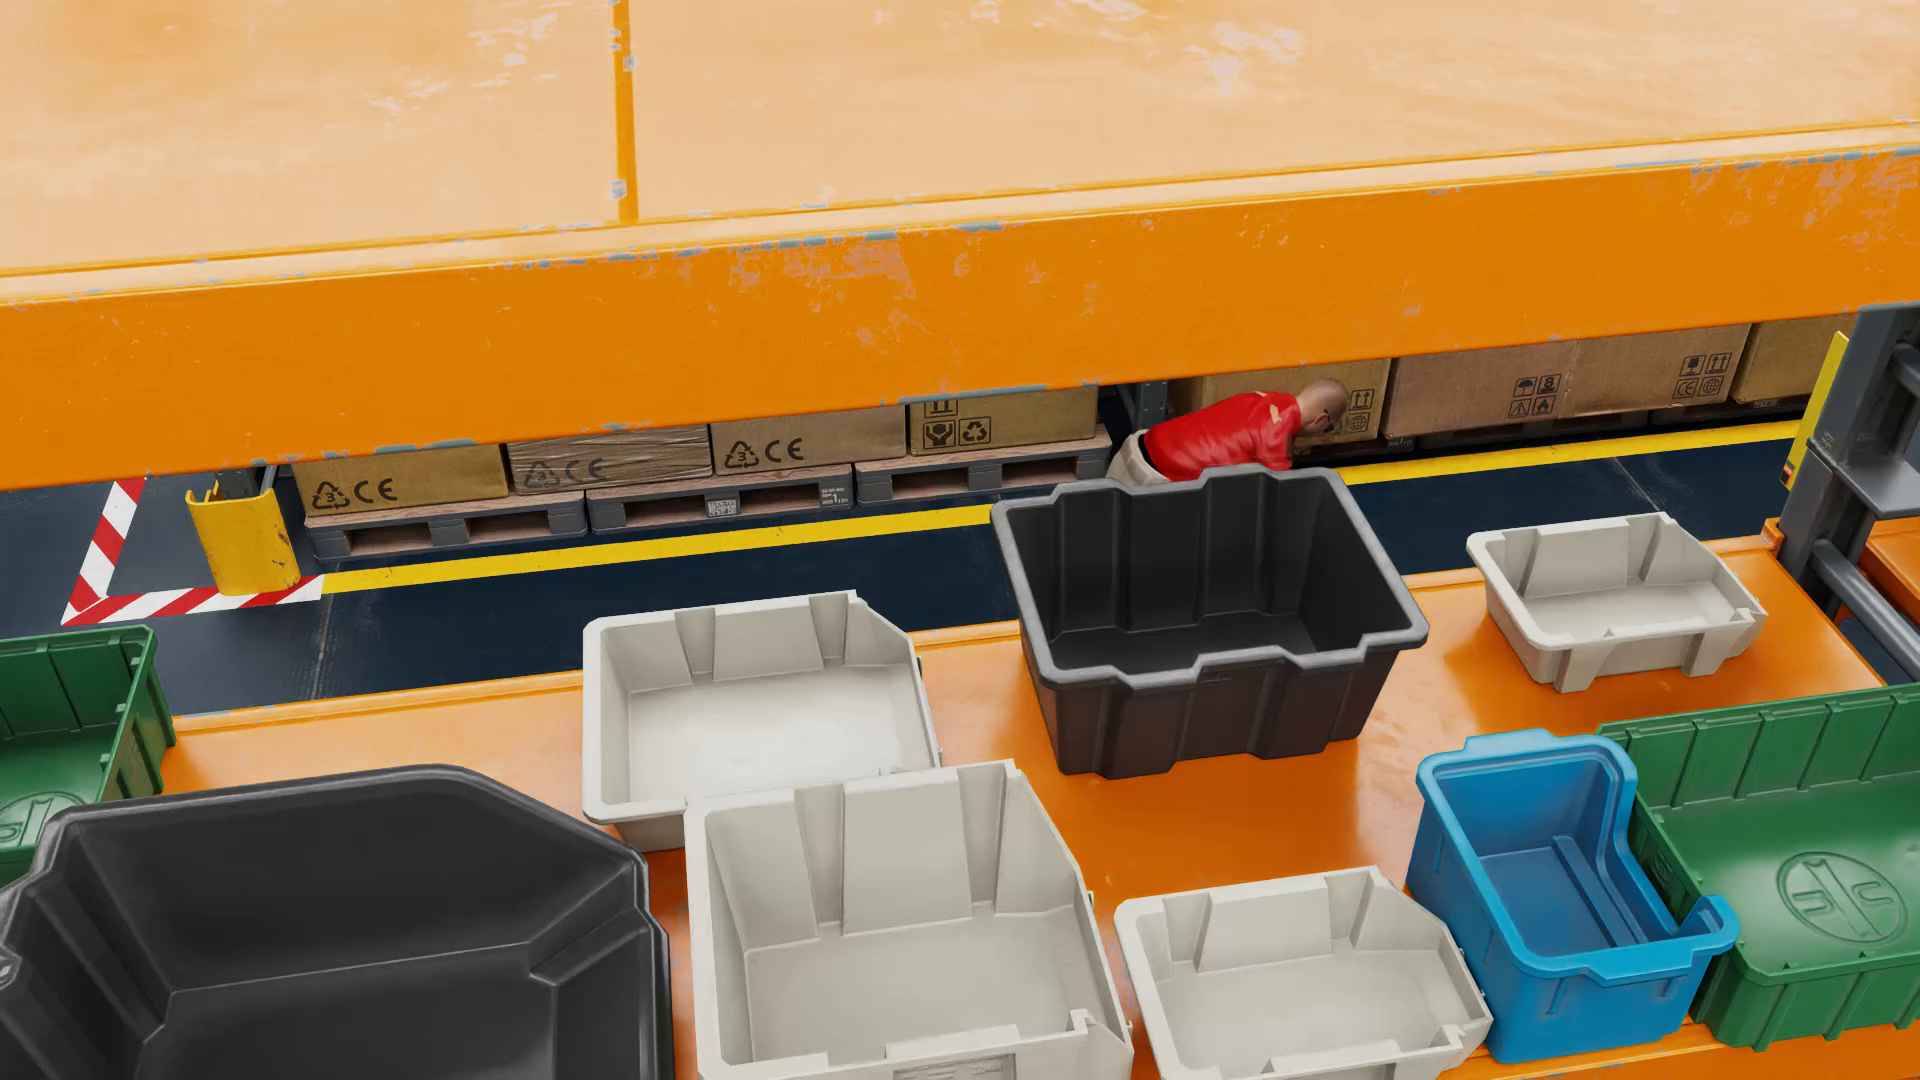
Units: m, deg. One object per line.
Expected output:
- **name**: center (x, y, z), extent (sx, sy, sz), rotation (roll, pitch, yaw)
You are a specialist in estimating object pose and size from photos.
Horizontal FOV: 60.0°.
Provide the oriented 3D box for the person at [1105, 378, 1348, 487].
- **person**: center (1.035, -0.054, 6.625), extent (0.925, 1.250, 0.483), rotation (-7, 39, -9)
